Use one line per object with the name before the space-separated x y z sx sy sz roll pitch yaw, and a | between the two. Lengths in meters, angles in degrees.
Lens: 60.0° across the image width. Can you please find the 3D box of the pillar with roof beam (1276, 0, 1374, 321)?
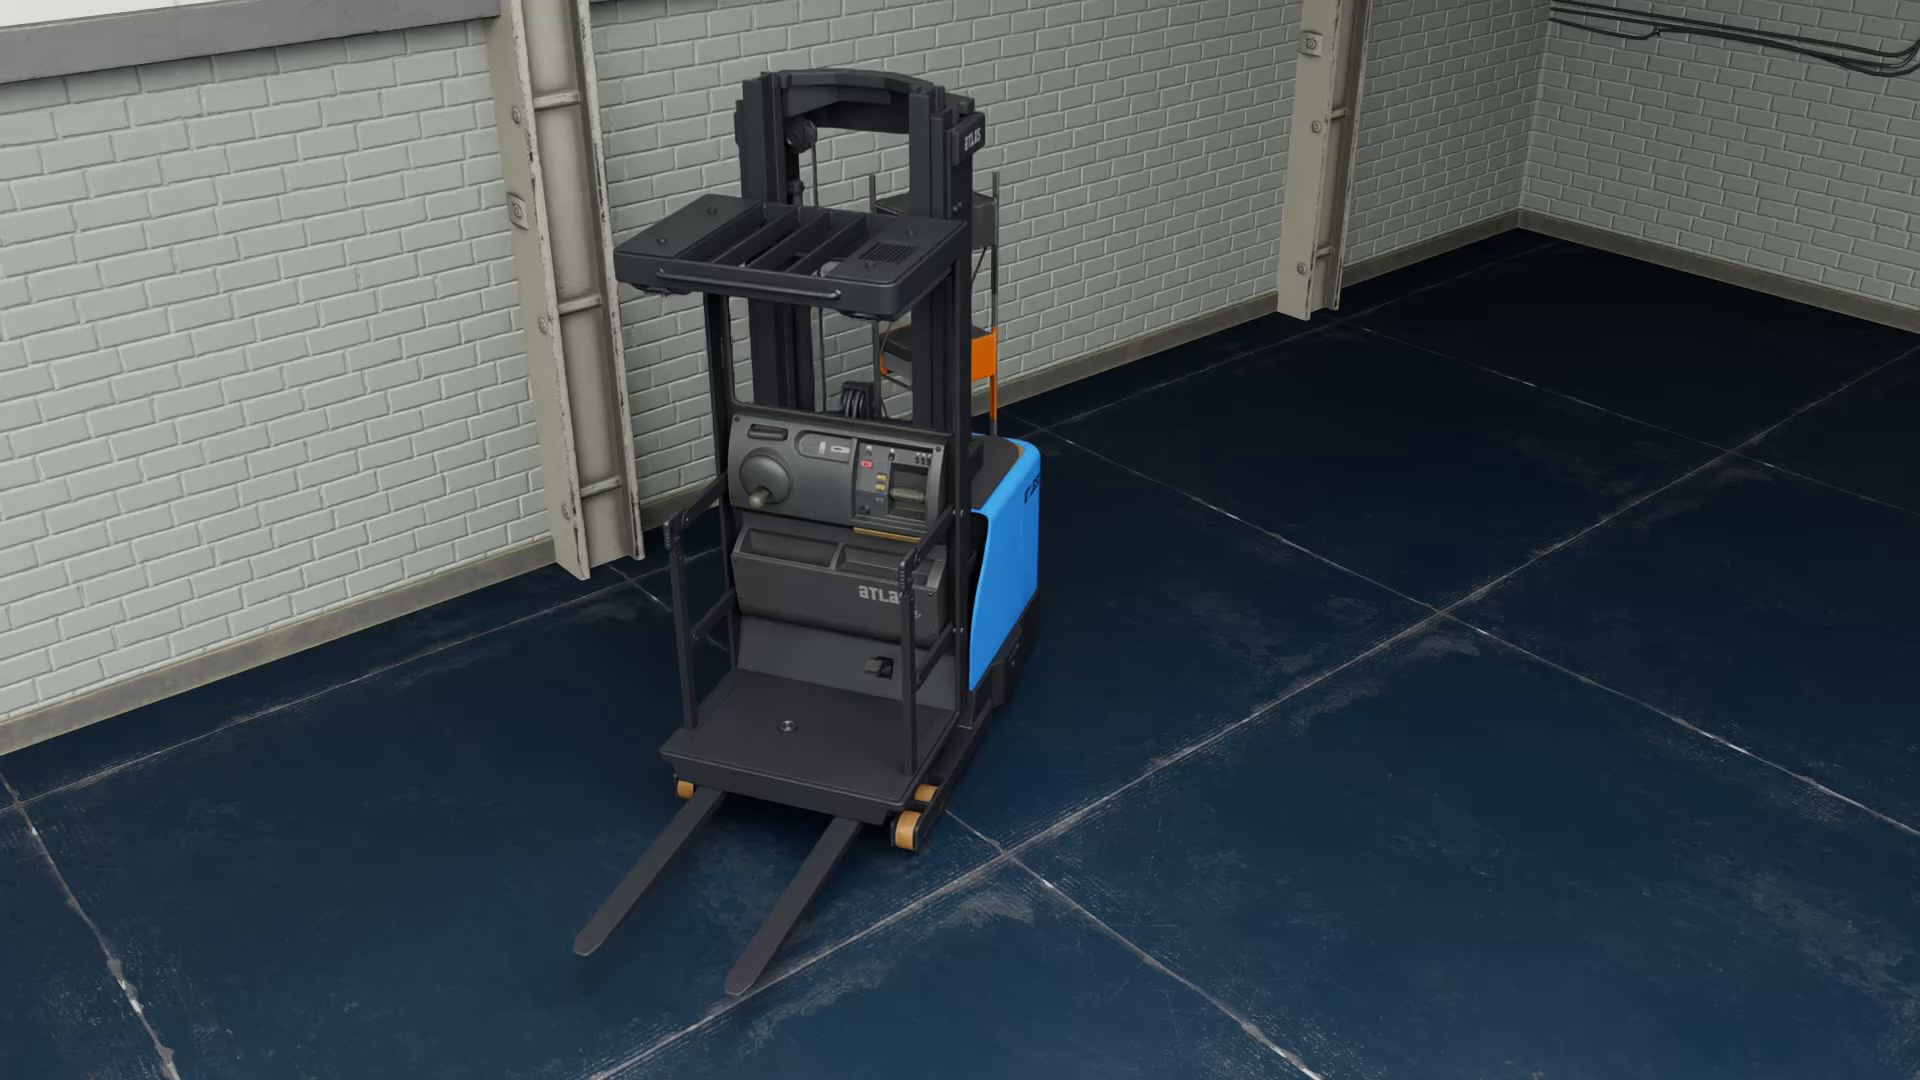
pillar with roof beam | 5.396 -4.160 7.486 0.400 9.000 9.100 -22 35 -35

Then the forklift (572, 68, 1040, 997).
forklift | -0.579 -0.230 6.571 1.130 2.935 3.031 9 30 17

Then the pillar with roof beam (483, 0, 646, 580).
pillar with roof beam | 0.832 -2.324 4.052 0.400 9.000 9.100 -22 35 -35

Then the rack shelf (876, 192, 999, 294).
rack shelf | -0.126 -1.481 8.337 0.480 0.518 0.431 -22 35 -35

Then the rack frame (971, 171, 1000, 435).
rack frame | 0.060 -0.950 8.800 0.015 2.100 0.400 -22 35 -35

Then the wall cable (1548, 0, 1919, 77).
wall cable | 5.701 -4.761 11.906 0.112 2.526 3.097 -22 35 -35

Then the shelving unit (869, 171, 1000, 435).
shelving unit | -0.126 -0.875 8.660 0.503 2.100 0.431 -22 35 -35

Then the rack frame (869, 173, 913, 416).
rack frame | -0.312 -0.801 8.521 0.015 2.100 0.400 -22 35 -35

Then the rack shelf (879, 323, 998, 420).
rack shelf | -0.126 -0.863 8.667 0.480 0.518 0.431 -22 35 -35
